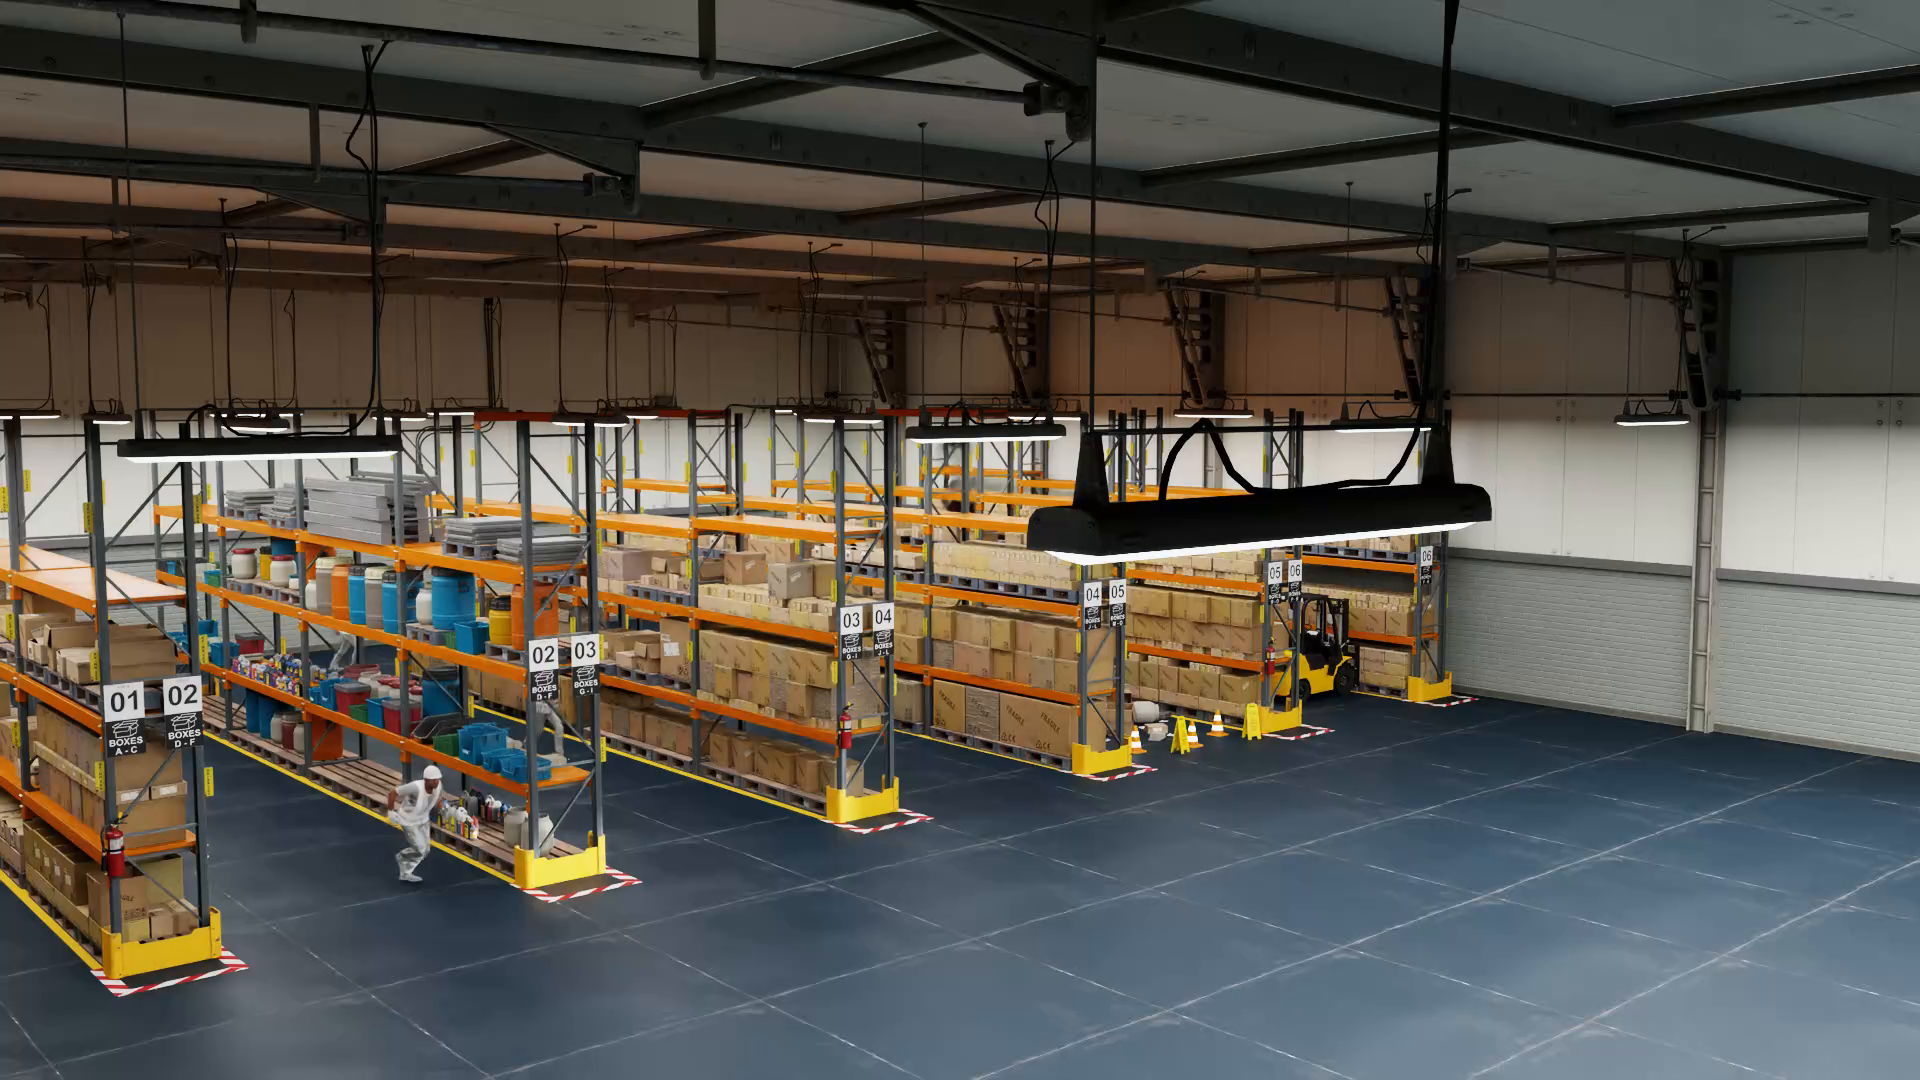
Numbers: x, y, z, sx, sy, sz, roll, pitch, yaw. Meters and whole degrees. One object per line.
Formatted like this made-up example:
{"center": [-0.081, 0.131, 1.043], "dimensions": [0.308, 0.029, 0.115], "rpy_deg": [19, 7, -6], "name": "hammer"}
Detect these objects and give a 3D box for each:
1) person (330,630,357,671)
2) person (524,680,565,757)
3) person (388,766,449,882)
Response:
{"center": [-13.855, 2.142, 37.783], "dimensions": [0.933, 1.765, 0.682], "rpy_deg": [-2, 5, -17], "name": "person"}
{"center": [-7.202, 2.994, 28.843], "dimensions": [1.052, 1.670, 0.608], "rpy_deg": [5, 7, 42], "name": "person"}
{"center": [-6.970, 3.664, 21.371], "dimensions": [0.823, 1.588, 0.714], "rpy_deg": [3, 6, 30], "name": "person"}
